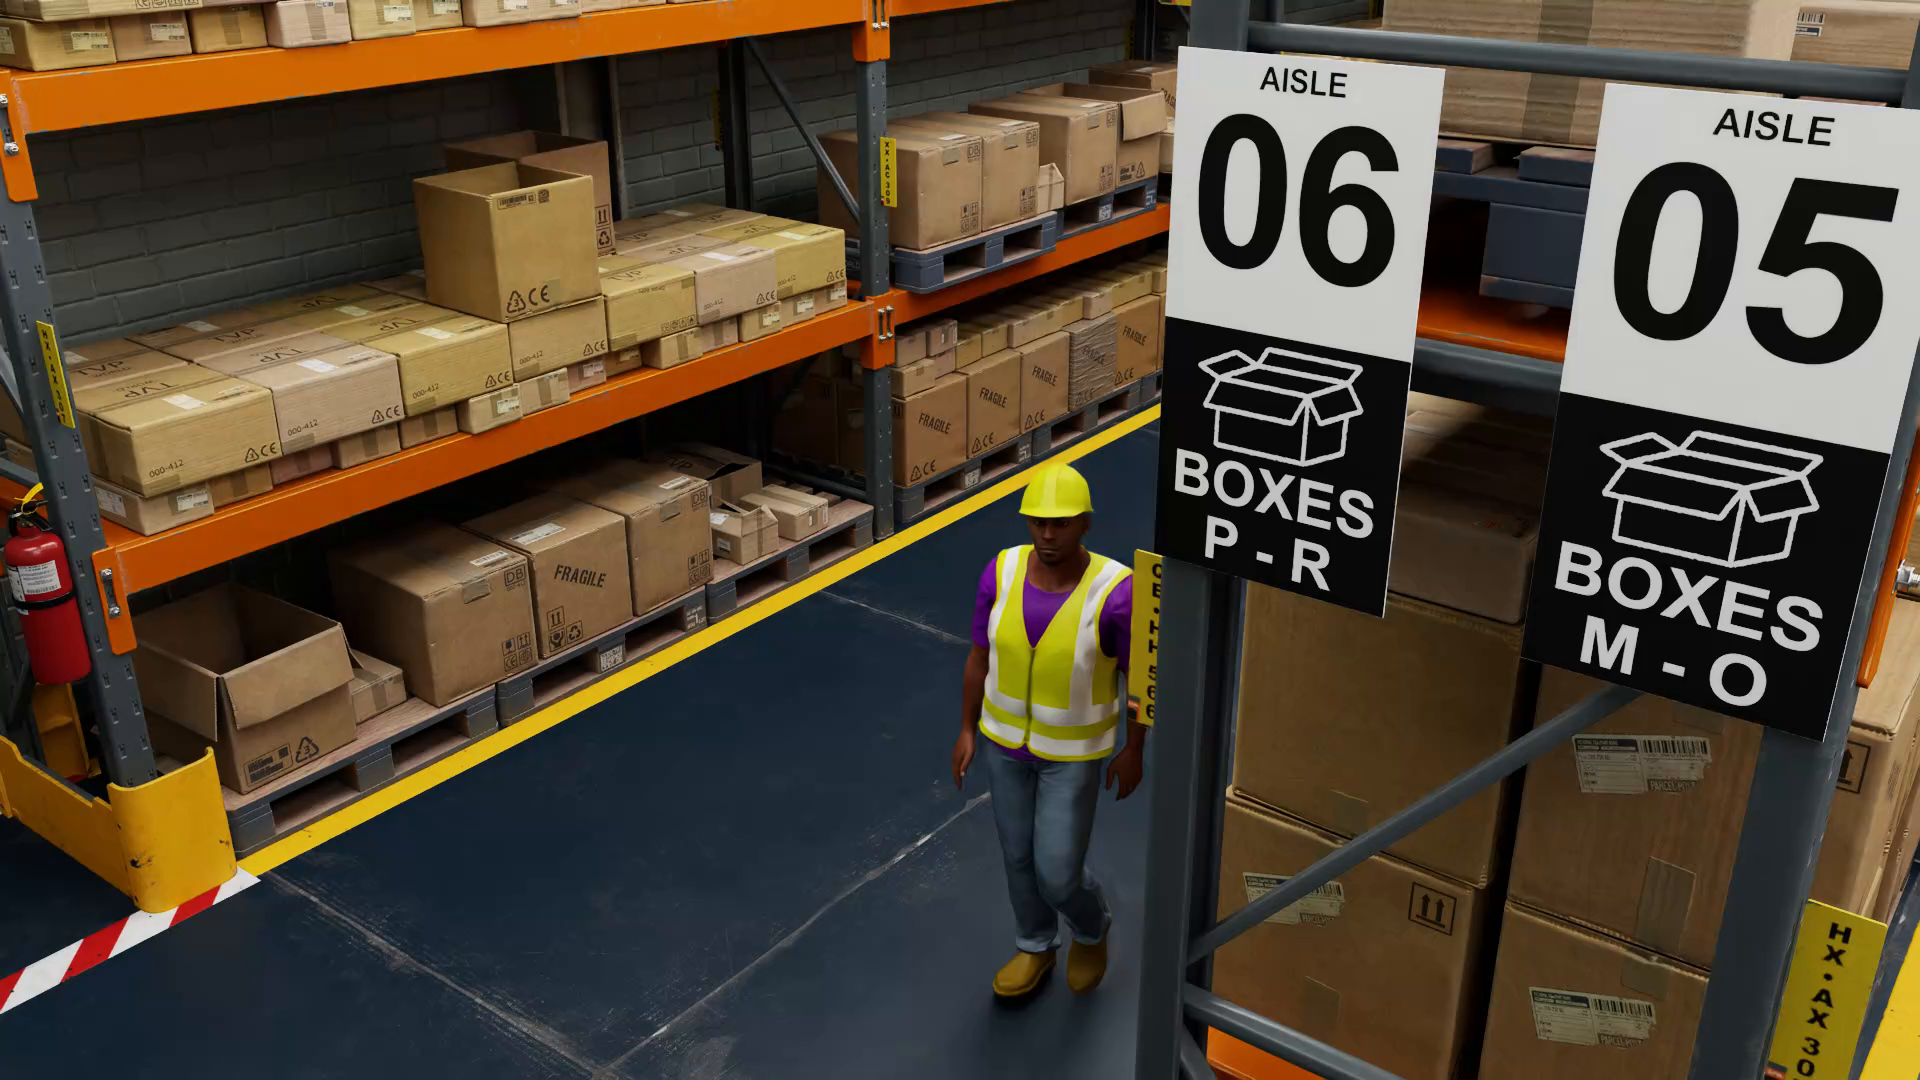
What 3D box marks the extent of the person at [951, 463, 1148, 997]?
[{"bbox_3d":[0.254,0.633,5.062,0.578,1.773,0.456,12,26,26],"label":"person"}]
